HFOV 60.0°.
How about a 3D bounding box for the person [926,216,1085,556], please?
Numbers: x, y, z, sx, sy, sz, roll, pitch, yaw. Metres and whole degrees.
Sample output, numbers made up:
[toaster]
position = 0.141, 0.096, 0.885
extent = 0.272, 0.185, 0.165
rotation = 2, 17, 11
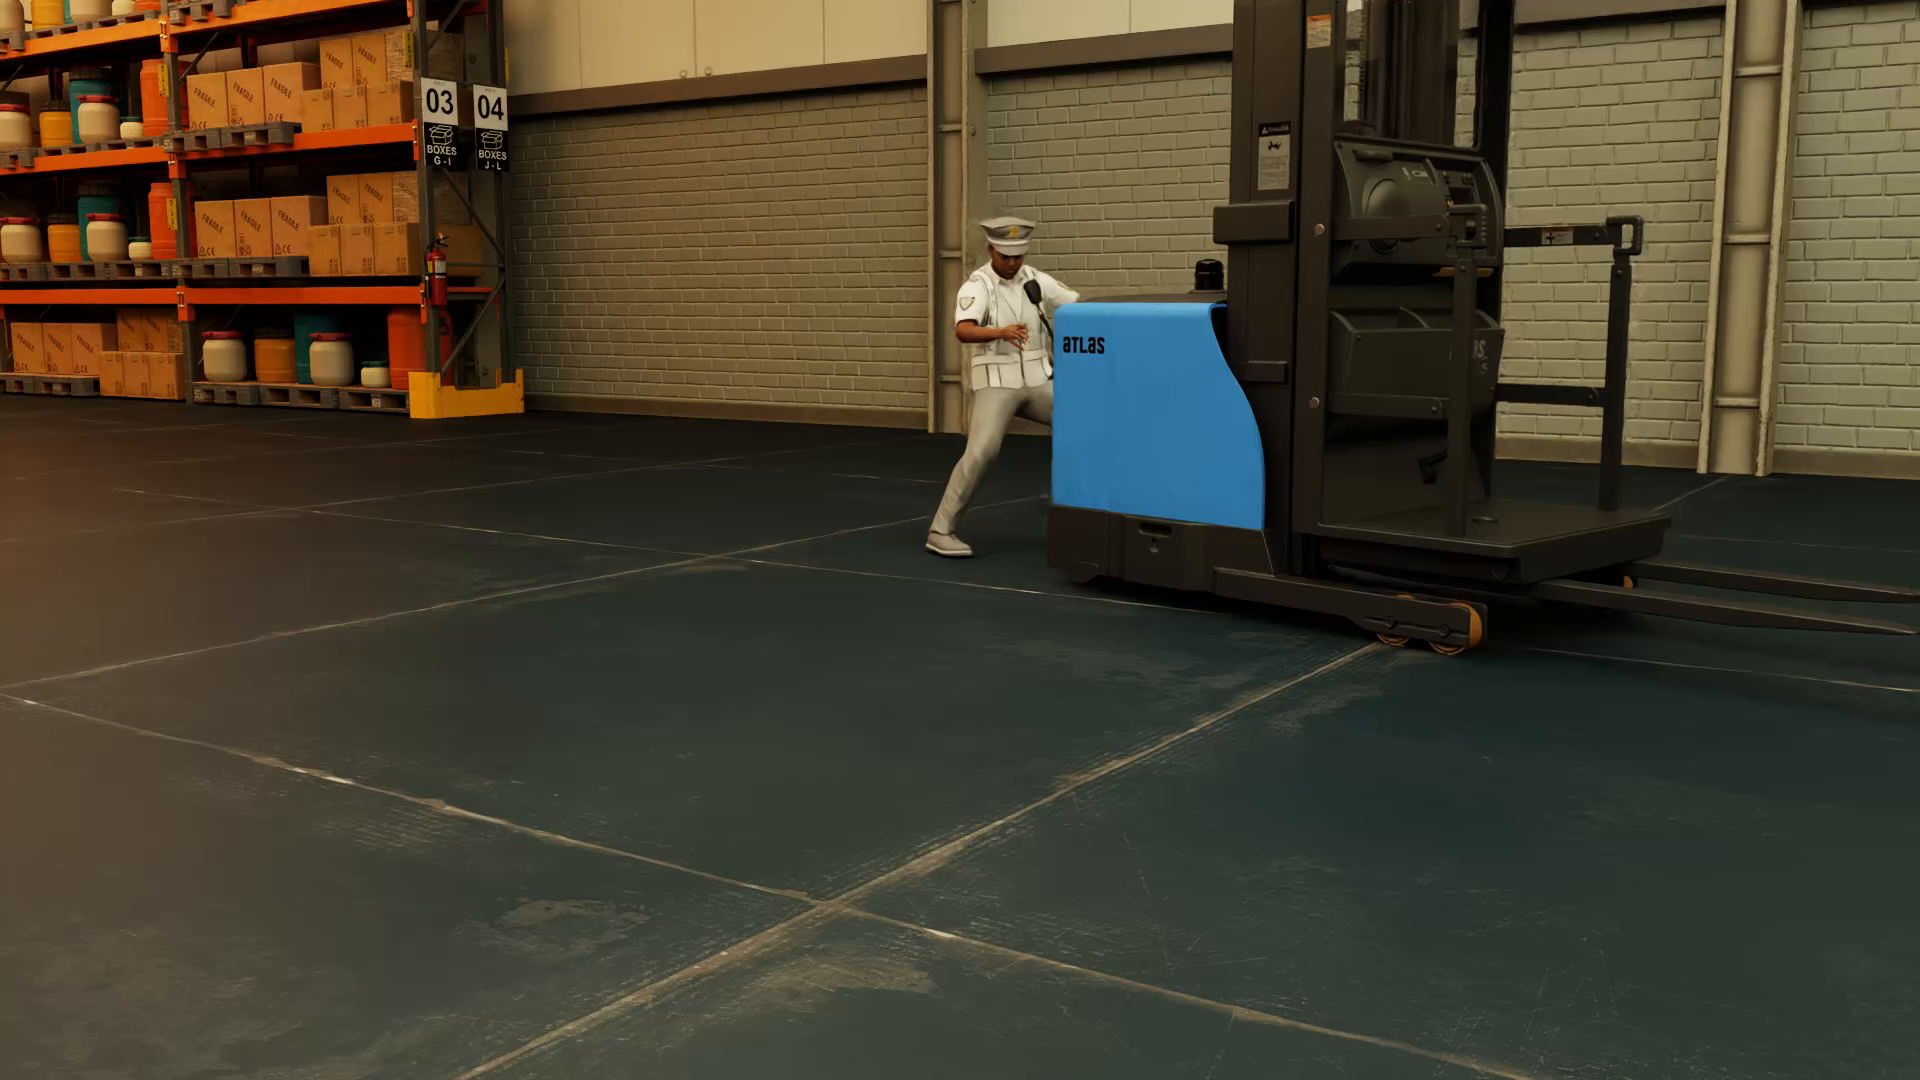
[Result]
[person]
position = 0.304, -0.683, 7.268
extent = 0.942, 1.447, 0.728
rotation = -3, 9, -21

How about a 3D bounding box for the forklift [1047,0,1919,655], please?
[forklift]
position = 1.702, -1.177, 5.469
extent = 1.130, 2.935, 3.031
rotation = -7, 11, -42
